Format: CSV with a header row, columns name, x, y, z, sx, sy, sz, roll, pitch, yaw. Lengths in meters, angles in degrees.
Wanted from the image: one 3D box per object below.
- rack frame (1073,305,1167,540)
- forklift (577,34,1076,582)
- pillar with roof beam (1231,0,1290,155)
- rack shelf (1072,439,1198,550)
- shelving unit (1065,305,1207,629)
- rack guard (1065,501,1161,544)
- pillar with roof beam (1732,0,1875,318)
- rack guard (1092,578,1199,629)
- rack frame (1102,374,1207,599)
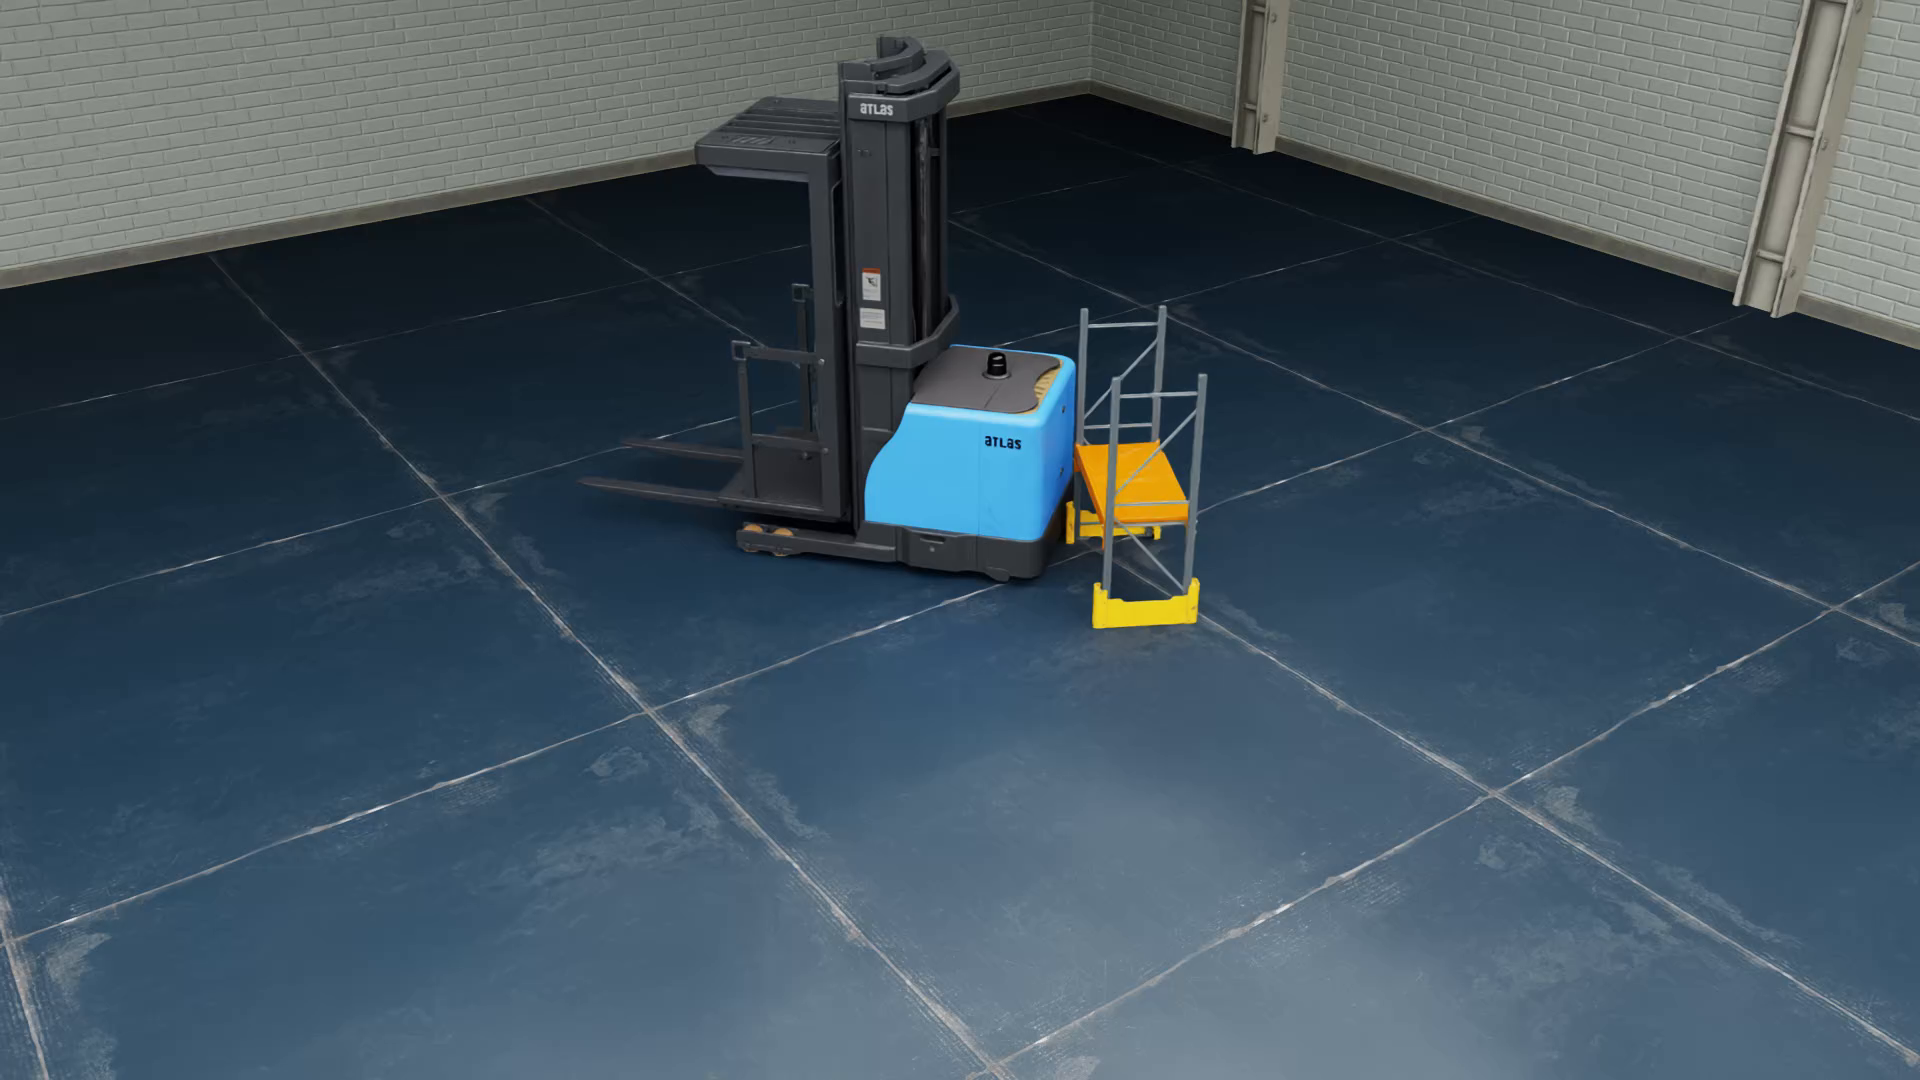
name,x,y,z,sx,sy,sz,roll,pitch,yaw
rack frame,0.942,-0.676,9.924,0.500,1.500,0.032,-3,29,-5
forklift,-0.862,-1.421,9.796,3.031,2.935,1.130,7,29,13
pillar with roof beam,-0.311,-7.026,13.758,9.100,9.000,0.400,-19,34,-31
rack shelf,0.992,-0.277,9.565,0.538,0.185,1.000,-3,29,-5
shelving unit,0.993,-0.431,9.472,0.587,1.500,1.083,-3,29,-5
rack guard,0.944,-0.118,10.205,0.587,0.250,0.087,-3,29,-5
pillar with roof beam,3.170,-4.694,9.463,9.100,9.000,0.400,-19,34,-31
rack guard,1.042,0.355,9.334,0.587,0.250,0.087,-3,29,-5
rack frame,1.042,-0.194,9.035,0.500,1.500,0.032,-3,29,-5
